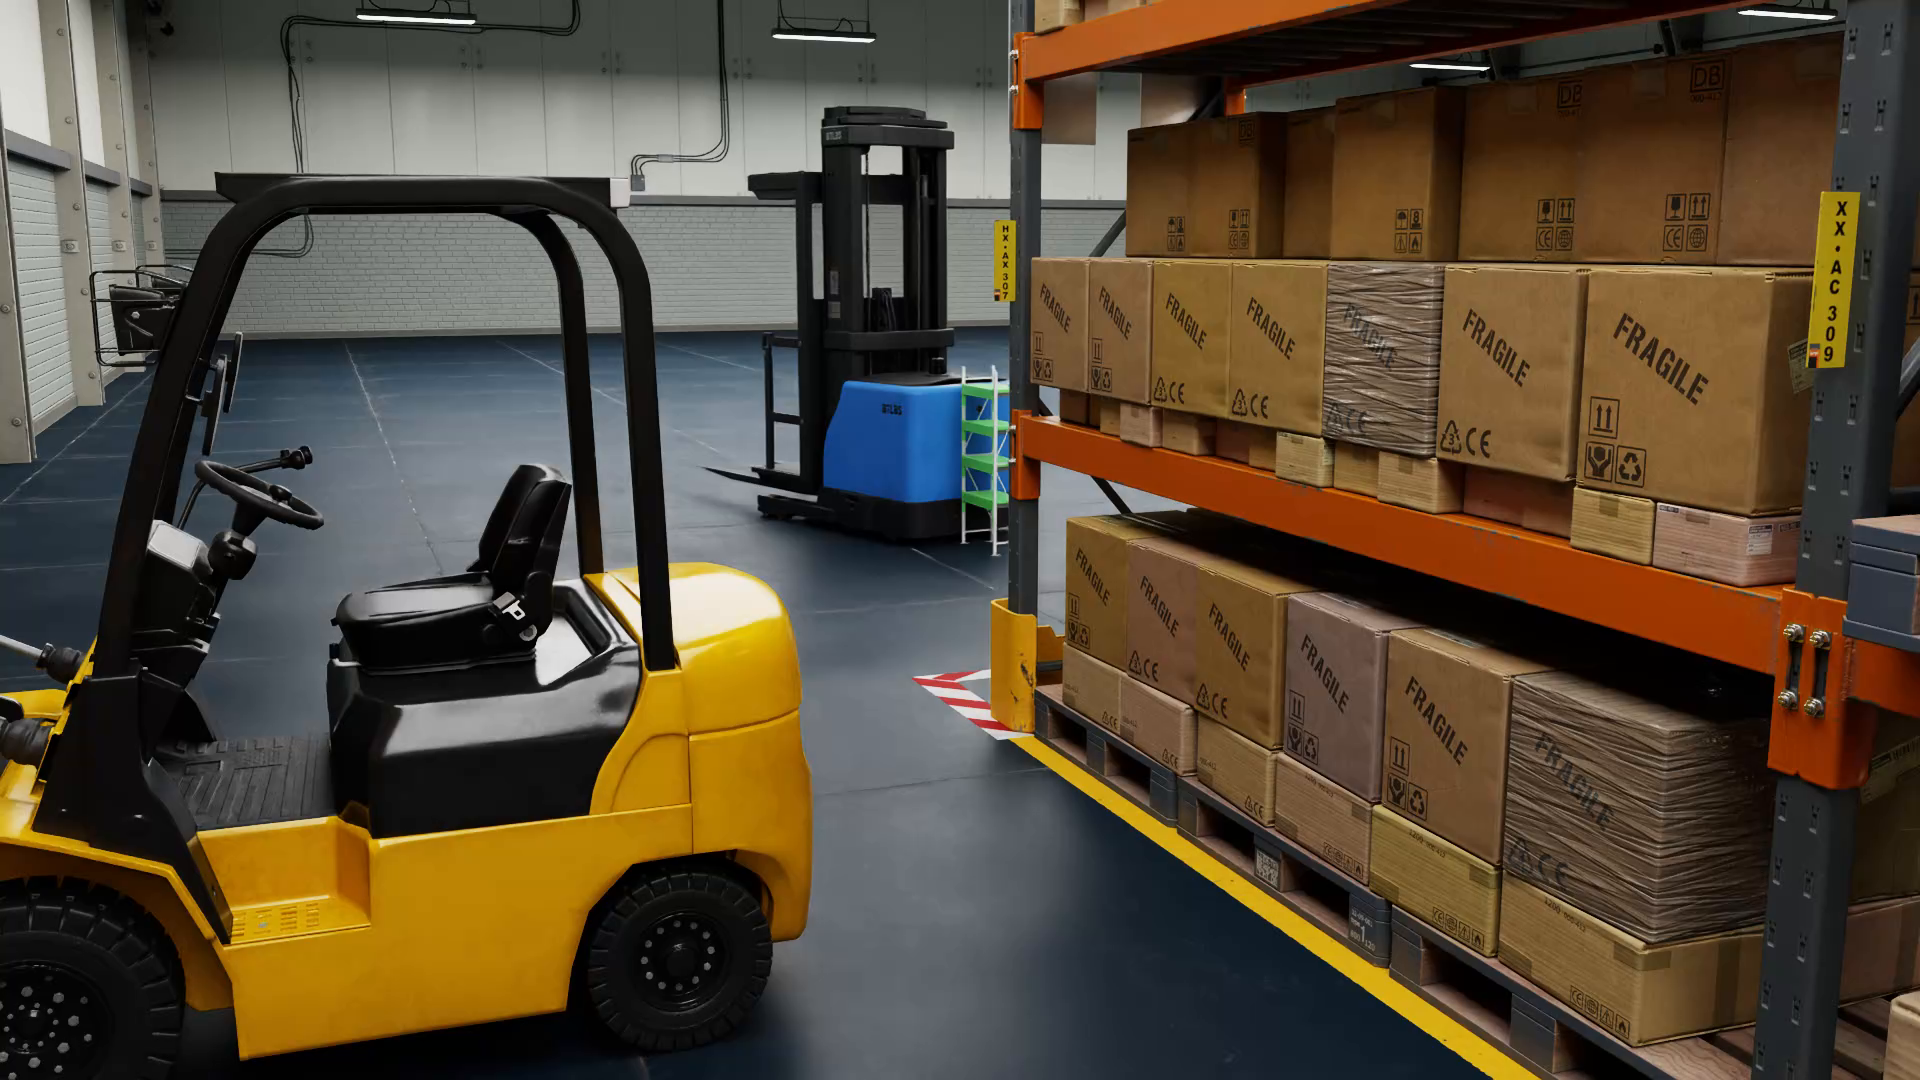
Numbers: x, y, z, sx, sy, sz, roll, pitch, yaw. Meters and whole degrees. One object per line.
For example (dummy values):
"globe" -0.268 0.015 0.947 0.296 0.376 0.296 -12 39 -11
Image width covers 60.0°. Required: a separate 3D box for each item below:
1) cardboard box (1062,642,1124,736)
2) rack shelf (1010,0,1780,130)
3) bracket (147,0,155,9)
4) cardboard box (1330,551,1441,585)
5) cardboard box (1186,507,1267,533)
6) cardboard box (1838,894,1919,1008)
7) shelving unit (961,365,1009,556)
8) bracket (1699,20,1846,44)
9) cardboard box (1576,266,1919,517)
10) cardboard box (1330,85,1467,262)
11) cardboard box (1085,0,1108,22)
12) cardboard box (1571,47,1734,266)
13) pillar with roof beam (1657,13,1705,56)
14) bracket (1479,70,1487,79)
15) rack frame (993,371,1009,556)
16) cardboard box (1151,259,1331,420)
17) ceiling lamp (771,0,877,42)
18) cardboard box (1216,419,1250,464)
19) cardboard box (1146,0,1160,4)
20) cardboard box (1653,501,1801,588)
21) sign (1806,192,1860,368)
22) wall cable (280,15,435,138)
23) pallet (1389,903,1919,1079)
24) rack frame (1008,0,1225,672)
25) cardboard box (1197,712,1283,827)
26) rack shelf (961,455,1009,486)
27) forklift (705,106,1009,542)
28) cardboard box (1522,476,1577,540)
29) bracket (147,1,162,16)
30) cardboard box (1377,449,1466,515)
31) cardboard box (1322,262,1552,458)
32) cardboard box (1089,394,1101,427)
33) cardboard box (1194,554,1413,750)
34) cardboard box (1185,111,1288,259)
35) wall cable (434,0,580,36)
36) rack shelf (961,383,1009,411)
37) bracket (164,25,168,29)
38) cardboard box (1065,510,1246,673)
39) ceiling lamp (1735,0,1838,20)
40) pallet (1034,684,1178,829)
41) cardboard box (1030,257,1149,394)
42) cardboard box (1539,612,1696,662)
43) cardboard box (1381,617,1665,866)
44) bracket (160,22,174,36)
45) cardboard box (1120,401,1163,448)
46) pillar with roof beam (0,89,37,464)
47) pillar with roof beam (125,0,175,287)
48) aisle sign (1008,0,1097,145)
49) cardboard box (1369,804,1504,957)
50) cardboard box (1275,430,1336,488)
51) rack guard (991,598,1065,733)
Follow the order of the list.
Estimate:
"cardboard box" 0.727 0.547 6.429 0.500 0.250 0.500 -4 11 -21
"rack shelf" 1.417 -1.545 5.029 1.077 0.370 4.000 -4 11 -21
"bracket" -13.977 -9.419 28.399 0.076 0.066 4.783 -4 11 -21
"cardboard box" 1.594 0.311 5.617 0.500 0.500 0.500 -4 11 -22
"cardboard box" 1.226 0.143 6.560 0.500 0.500 0.500 -4 11 -21
"cardboard box" 2.180 0.938 4.236 0.500 0.250 0.500 -4 11 -24
"shelving unit" 0.224 -0.532 10.986 0.258 1.200 0.503 -5 11 -24
"bracket" 16.895 -10.394 33.879 0.076 0.066 4.783 -4 11 -21
"cardboard box" 1.749 -0.348 3.678 0.500 0.500 0.500 -4 11 -22
"cardboard box" 1.590 -1.117 5.145 0.700 0.500 0.500 -4 11 -21
"cardboard box" 0.689 -1.990 6.194 0.380 0.149 0.250 -4 11 -23
"cardboard box" 2.020 -0.954 4.229 0.700 0.500 0.500 -4 11 -21
"pillar with roof beam" 12.129 -8.859 35.530 9.100 9.000 0.548 -4 11 -21
"bracket" 13.486 -11.929 42.510 0.235 0.232 0.430 -4 11 -21
"rack frame" 0.326 -0.493 10.768 0.240 1.200 0.015 -5 11 -24
"cardboard box" 0.982 -0.682 5.555 0.500 0.500 0.500 -4 11 -22
"ceiling lamp" -2.677 -11.126 31.607 2.000 3.185 0.800 -4 11 -21
"cardboard box" 1.074 -0.344 5.506 0.380 0.149 0.250 -4 11 -19
"cardboard box" 0.865 -1.906 5.721 0.380 0.149 0.250 -4 11 -21
"cardboard box" 1.741 -0.005 3.602 0.380 0.149 0.250 -4 11 -21
"sign" 1.639 -0.486 3.117 0.100 0.325 0.005 -4 11 -21
"wall cable" -12.705 -9.807 35.303 3.097 2.526 0.112 -4 11 -21
"pallet" 1.866 1.170 4.242 1.003 0.211 1.213 -4 11 -21
"rack frame" 0.692 -0.749 7.064 1.000 3.000 0.127 -4 11 -21
"cardboard box" 1.114 0.720 5.462 0.500 0.250 0.500 -3 11 -17
"rack shelf" 0.224 -0.469 10.997 0.258 0.148 0.480 -5 11 -24
"forklift" -0.854 -1.637 12.252 1.130 2.935 3.031 -8 13 -38
"cardboard box" 1.623 -0.093 4.096 0.380 0.149 0.250 -4 11 -21
"bracket" -14.910 -9.840 30.763 0.235 0.232 0.430 -4 11 -21
"cardboard box" 1.370 -0.171 4.533 0.380 0.149 0.250 -4 11 -22
"cardboard box" 1.364 -0.516 4.622 0.500 0.500 0.500 -4 11 -19
"cardboard box" 0.728 -0.516 6.474 0.380 0.149 0.250 -4 11 -20
"cardboard box" 1.104 0.350 5.401 0.500 0.500 0.500 -4 11 -20
"cardboard box" 1.257 -1.284 6.084 0.700 0.500 0.500 -4 11 -20
"wall cable" -9.821 -12.243 36.009 3.097 2.526 0.112 -4 11 -21
"rack shelf" 0.224 -0.942 10.913 0.258 0.148 0.480 -5 11 -24
"bracket" -15.856 -10.266 33.158 0.076 0.066 3.189 -4 11 -21
"cardboard box" 0.736 0.182 6.342 0.500 0.500 0.500 -4 11 -23
"ceiling lamp" 14.046 -10.553 28.385 2.000 3.185 0.800 -4 11 -21
"pallet" 0.981 0.771 6.481 1.003 0.211 1.213 -4 11 -21
"cardboard box" 0.606 -0.849 6.496 0.500 0.500 0.500 -4 11 -22
"cardboard box" 1.975 0.482 4.657 0.500 0.500 0.500 -3 11 -19
"cardboard box" 1.491 0.520 4.445 0.500 0.500 0.500 -4 11 -20
"bracket" -16.070 -10.362 33.700 0.235 0.232 0.430 -4 11 -21
"cardboard box" 0.797 -0.423 5.952 0.380 0.149 0.250 -4 11 -20
"pillar with roof beam" -4.856 -5.448 16.352 9.100 9.000 0.400 -4 11 -21
"pillar with roof beam" -11.379 -8.386 32.869 9.100 9.000 0.548 -4 11 -21
"aisle sign" 0.381 -2.019 6.783 0.394 0.787 0.004 -4 11 -21
"cardboard box" 1.475 0.885 4.529 0.500 0.250 0.500 -4 11 -22
"cardboard box" 1.178 -0.254 5.002 0.380 0.149 0.250 -4 11 -20
"rack guard" 0.720 0.494 7.213 1.175 0.500 0.348 -4 11 -21
